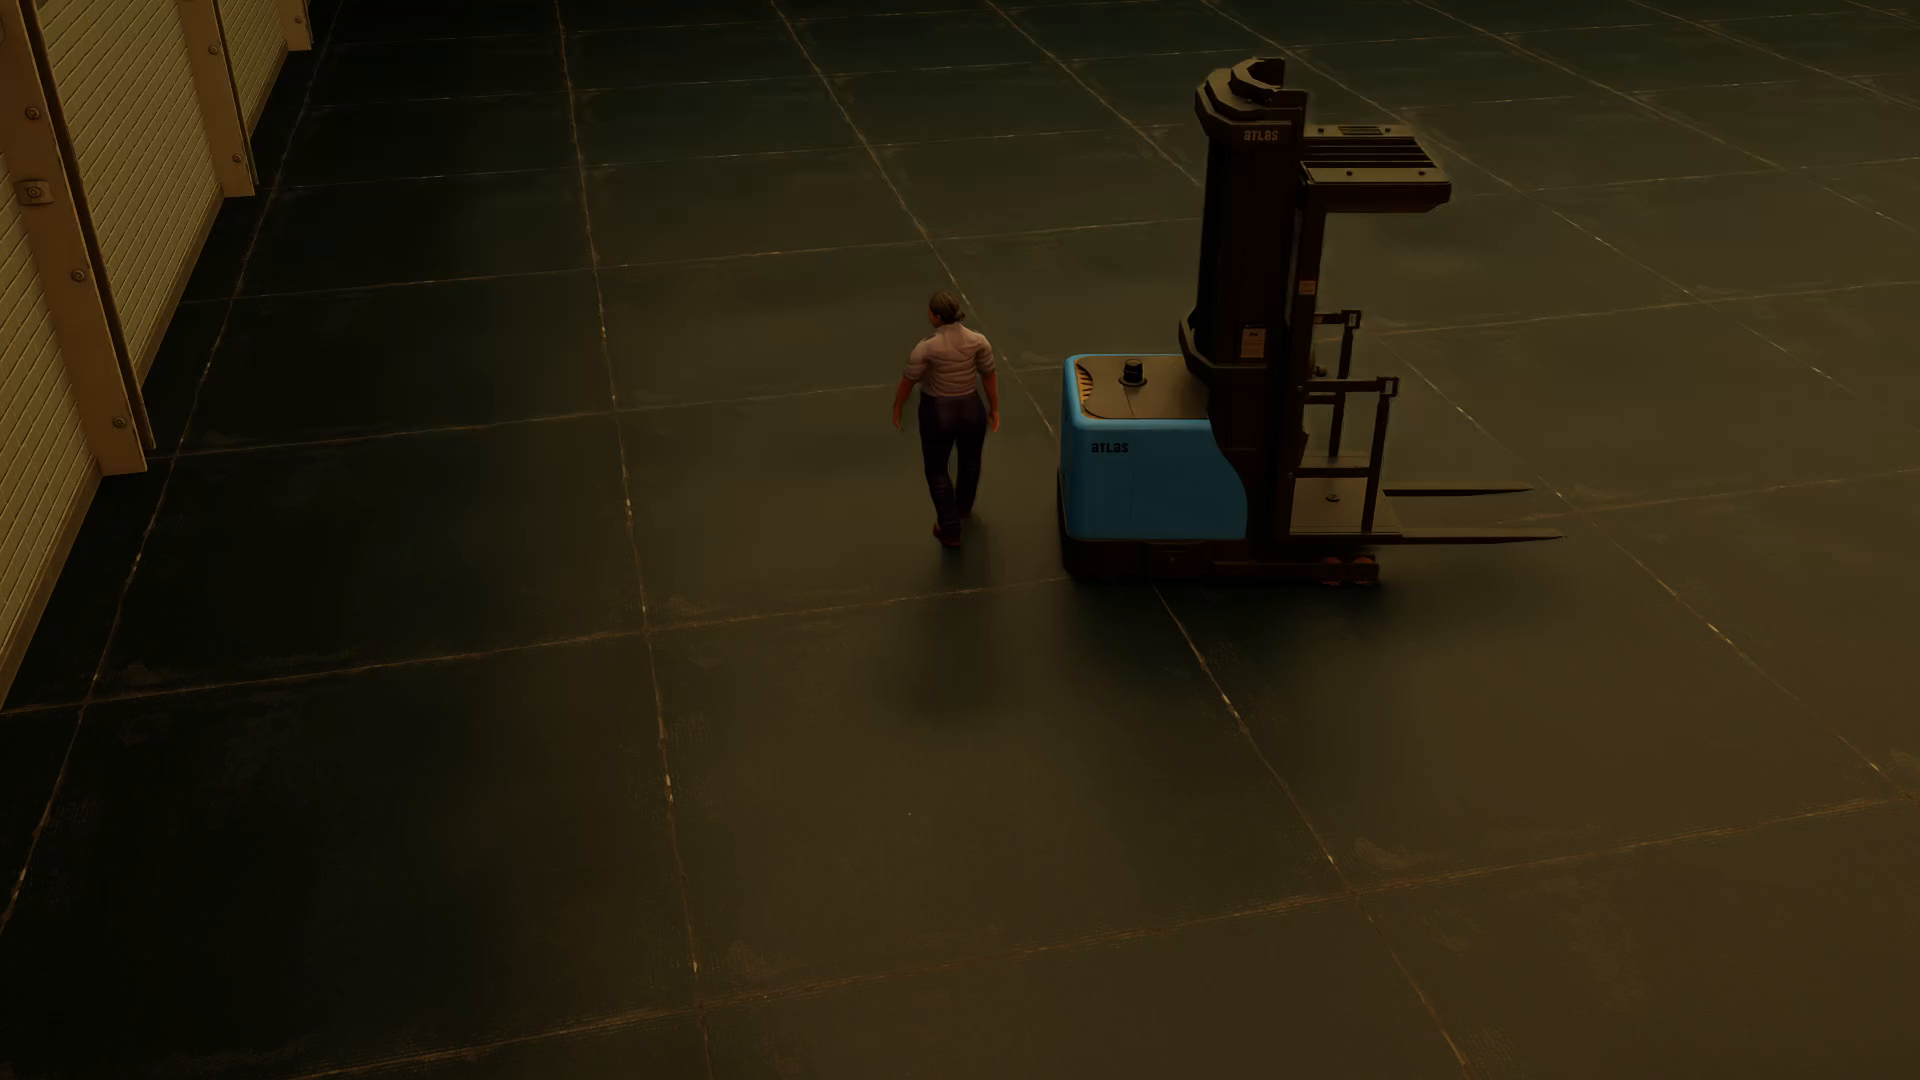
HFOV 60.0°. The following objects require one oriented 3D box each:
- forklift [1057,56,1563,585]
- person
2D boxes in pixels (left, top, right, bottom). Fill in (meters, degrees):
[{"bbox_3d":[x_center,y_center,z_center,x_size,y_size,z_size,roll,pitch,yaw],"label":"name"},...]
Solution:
[{"bbox_3d":[2.147,-1.263,9.756,3.031,2.935,1.130,0,30,0],"label":"forklift"},{"bbox_3d":[-0.098,-0.793,10.266,0.630,1.614,0.625,-11,32,-18],"label":"person"}]
